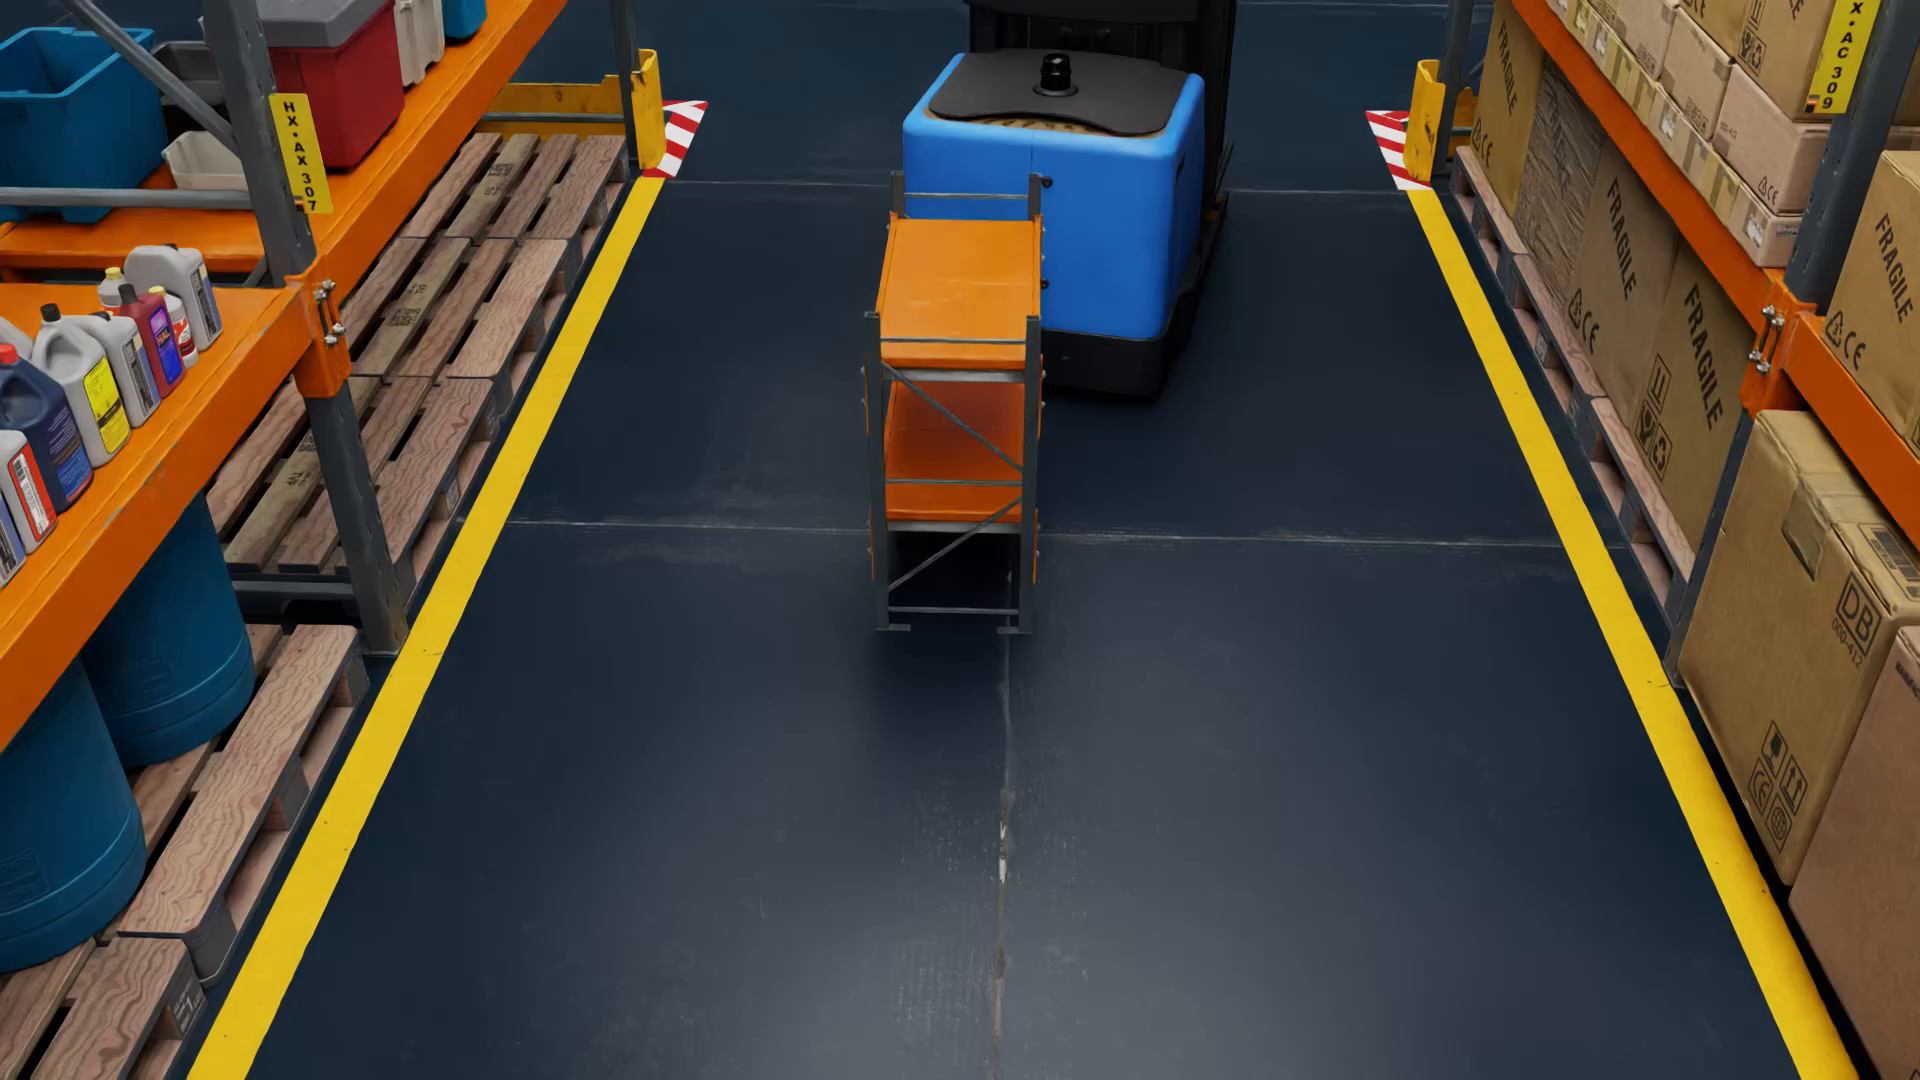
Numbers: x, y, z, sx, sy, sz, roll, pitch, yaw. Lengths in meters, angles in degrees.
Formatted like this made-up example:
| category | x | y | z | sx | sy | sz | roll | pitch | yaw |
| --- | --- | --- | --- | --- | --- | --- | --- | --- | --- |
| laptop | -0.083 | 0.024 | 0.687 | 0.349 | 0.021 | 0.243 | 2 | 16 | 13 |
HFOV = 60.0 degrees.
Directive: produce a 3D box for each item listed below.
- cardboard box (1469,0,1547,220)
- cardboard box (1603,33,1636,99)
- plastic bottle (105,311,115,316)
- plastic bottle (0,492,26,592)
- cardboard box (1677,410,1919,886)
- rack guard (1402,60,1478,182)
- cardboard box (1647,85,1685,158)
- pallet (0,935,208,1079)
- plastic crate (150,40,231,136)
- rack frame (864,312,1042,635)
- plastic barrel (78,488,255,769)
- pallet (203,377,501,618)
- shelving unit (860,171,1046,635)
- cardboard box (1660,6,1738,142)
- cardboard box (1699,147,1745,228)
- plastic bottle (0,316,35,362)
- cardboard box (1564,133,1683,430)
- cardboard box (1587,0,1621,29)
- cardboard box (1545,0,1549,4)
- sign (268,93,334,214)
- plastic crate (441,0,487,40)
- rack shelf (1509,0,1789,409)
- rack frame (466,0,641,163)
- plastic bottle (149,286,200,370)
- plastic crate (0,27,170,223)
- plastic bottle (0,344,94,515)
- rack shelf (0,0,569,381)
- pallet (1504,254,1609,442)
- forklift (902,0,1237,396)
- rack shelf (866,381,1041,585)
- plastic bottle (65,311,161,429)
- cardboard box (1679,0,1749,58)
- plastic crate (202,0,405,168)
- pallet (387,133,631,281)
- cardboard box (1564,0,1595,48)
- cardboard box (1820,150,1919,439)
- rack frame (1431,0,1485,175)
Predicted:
| category | x | y | z | sx | sy | sz | roll | pitch | yaw |
| --- | --- | --- | --- | --- | --- | --- | --- | --- | --- |
| cardboard box | 2.901 | -2.020 | 7.498 | 0.875 | 0.875 | 0.875 | 1 | 35 | 2 |
| cardboard box | 2.423 | -1.607 | 5.647 | 0.380 | 0.149 | 0.250 | 1 | 35 | 1 |
| plastic bottle | -1.999 | -0.446 | 3.948 | 0.097 | 0.201 | 0.097 | 0 | 35 | 0 |
| plastic bottle | -1.996 | -0.042 | 3.309 | 0.152 | 0.276 | 0.135 | 1 | 35 | 2 |
| cardboard box | 2.681 | 0.277 | 4.230 | 1.225 | 0.875 | 0.875 | 1 | 35 | 2 |
| rack guard | 2.848 | -2.078 | 8.272 | 1.175 | 0.500 | 0.348 | 1 | 35 | 2 |
| cardboard box | 2.402 | -1.312 | 5.227 | 0.380 | 0.149 | 0.250 | 2 | 35 | 3 |
| pallet | -2.381 | 1.383 | 3.599 | 1.003 | 0.211 | 1.213 | 1 | 35 | 2 |
| plastic crate | -2.486 | -1.465 | 5.412 | 0.437 | 0.125 | 0.590 | 1 | 35 | 2 |
| rack frame | -0.020 | -0.172 | 5.017 | 0.500 | 1.125 | 0.032 | 1 | 35 | 2 |
| plastic barrel | -2.301 | 0.096 | 4.465 | 0.600 | 0.901 | 0.708 | 1 | 35 | 2 |
| pallet | -2.272 | -0.186 | 5.831 | 1.003 | 0.211 | 1.213 | 1 | 35 | 2 |
| shelving unit | 0.000 | -0.464 | 5.432 | 0.538 | 1.125 | 1.048 | 1 | 35 | 2 |
| cardboard box | 2.460 | -1.406 | 5.014 | 0.500 | 0.250 | 0.500 | 2 | 35 | 3 |
| cardboard box | 2.382 | -1.017 | 4.807 | 0.380 | 0.149 | 0.250 | 2 | 35 | 3 |
| plastic bottle | -2.116 | -0.351 | 3.683 | 0.144 | 0.351 | 0.185 | 1 | 35 | 2 |
| cardboard box | 2.829 | -0.986 | 6.027 | 0.875 | 0.875 | 0.875 | 1 | 35 | 2 |
| cardboard box | 2.504 | -1.991 | 5.845 | 0.500 | 0.250 | 0.500 | 1 | 35 | 1 |
| cardboard box | 2.464 | -2.198 | 6.487 | 0.380 | 0.149 | 0.250 | 1 | 35 | 1 |
| sign | -1.713 | -1.003 | 4.327 | 0.100 | 0.325 | 0.005 | 1 | 35 | 2 |
| plastic crate | -1.928 | -1.972 | 6.040 | 0.416 | 0.233 | 0.300 | 1 | 35 | 2 |
| rack shelf | 2.767 | -1.644 | 6.106 | 1.077 | 0.370 | 4.000 | 1 | 35 | 2 |
| rack frame | -2.102 | -3.201 | 7.697 | 1.000 | 3.000 | 0.127 | 1 | 35 | 2 |
| plastic bottle | -1.933 | -0.521 | 4.055 | 0.097 | 0.201 | 0.097 | 0 | 35 | 0 |
| plastic crate | -2.584 | -1.197 | 4.807 | 0.392 | 0.384 | 0.575 | 1 | 35 | 2 |
| plastic bottle | -1.980 | -0.241 | 3.527 | 0.144 | 0.351 | 0.185 | 1 | 35 | 2 |
| rack shelf | -2.182 | -1.758 | 6.268 | 1.077 | 0.370 | 4.000 | 1 | 35 | 2 |
| pallet | 2.842 | -0.786 | 6.685 | 1.003 | 0.211 | 1.213 | 1 | 35 | 2 |
| forklift | 0.641 | -2.602 | 6.903 | 1.130 | 2.935 | 3.031 | 9 | 36 | 12 |
| rack shelf | 0.000 | -0.264 | 5.573 | 0.538 | 0.278 | 1.000 | 1 | 35 | 2 |
| plastic bottle | -1.970 | -0.409 | 3.831 | 0.152 | 0.276 | 0.135 | 1 | 35 | 2 |
| cardboard box | 2.462 | -1.714 | 4.800 | 0.500 | 0.500 | 0.500 | 2 | 35 | 2 |
| plastic crate | -1.976 | -1.461 | 5.113 | 0.402 | 0.464 | 0.583 | 1 | 35 | 2 |
| pallet | -2.174 | -1.588 | 7.825 | 1.003 | 0.211 | 1.213 | 1 | 35 | 2 |
| cardboard box | 2.443 | -1.904 | 6.069 | 0.380 | 0.149 | 0.250 | 0 | 35 | 1 |
| cardboard box | 2.418 | -0.571 | 3.867 | 0.500 | 0.500 | 0.500 | 1 | 35 | 2 |
| rack frame | 2.847 | -3.087 | 7.534 | 1.000 | 3.000 | 0.127 | 1 | 35 | 2 |
